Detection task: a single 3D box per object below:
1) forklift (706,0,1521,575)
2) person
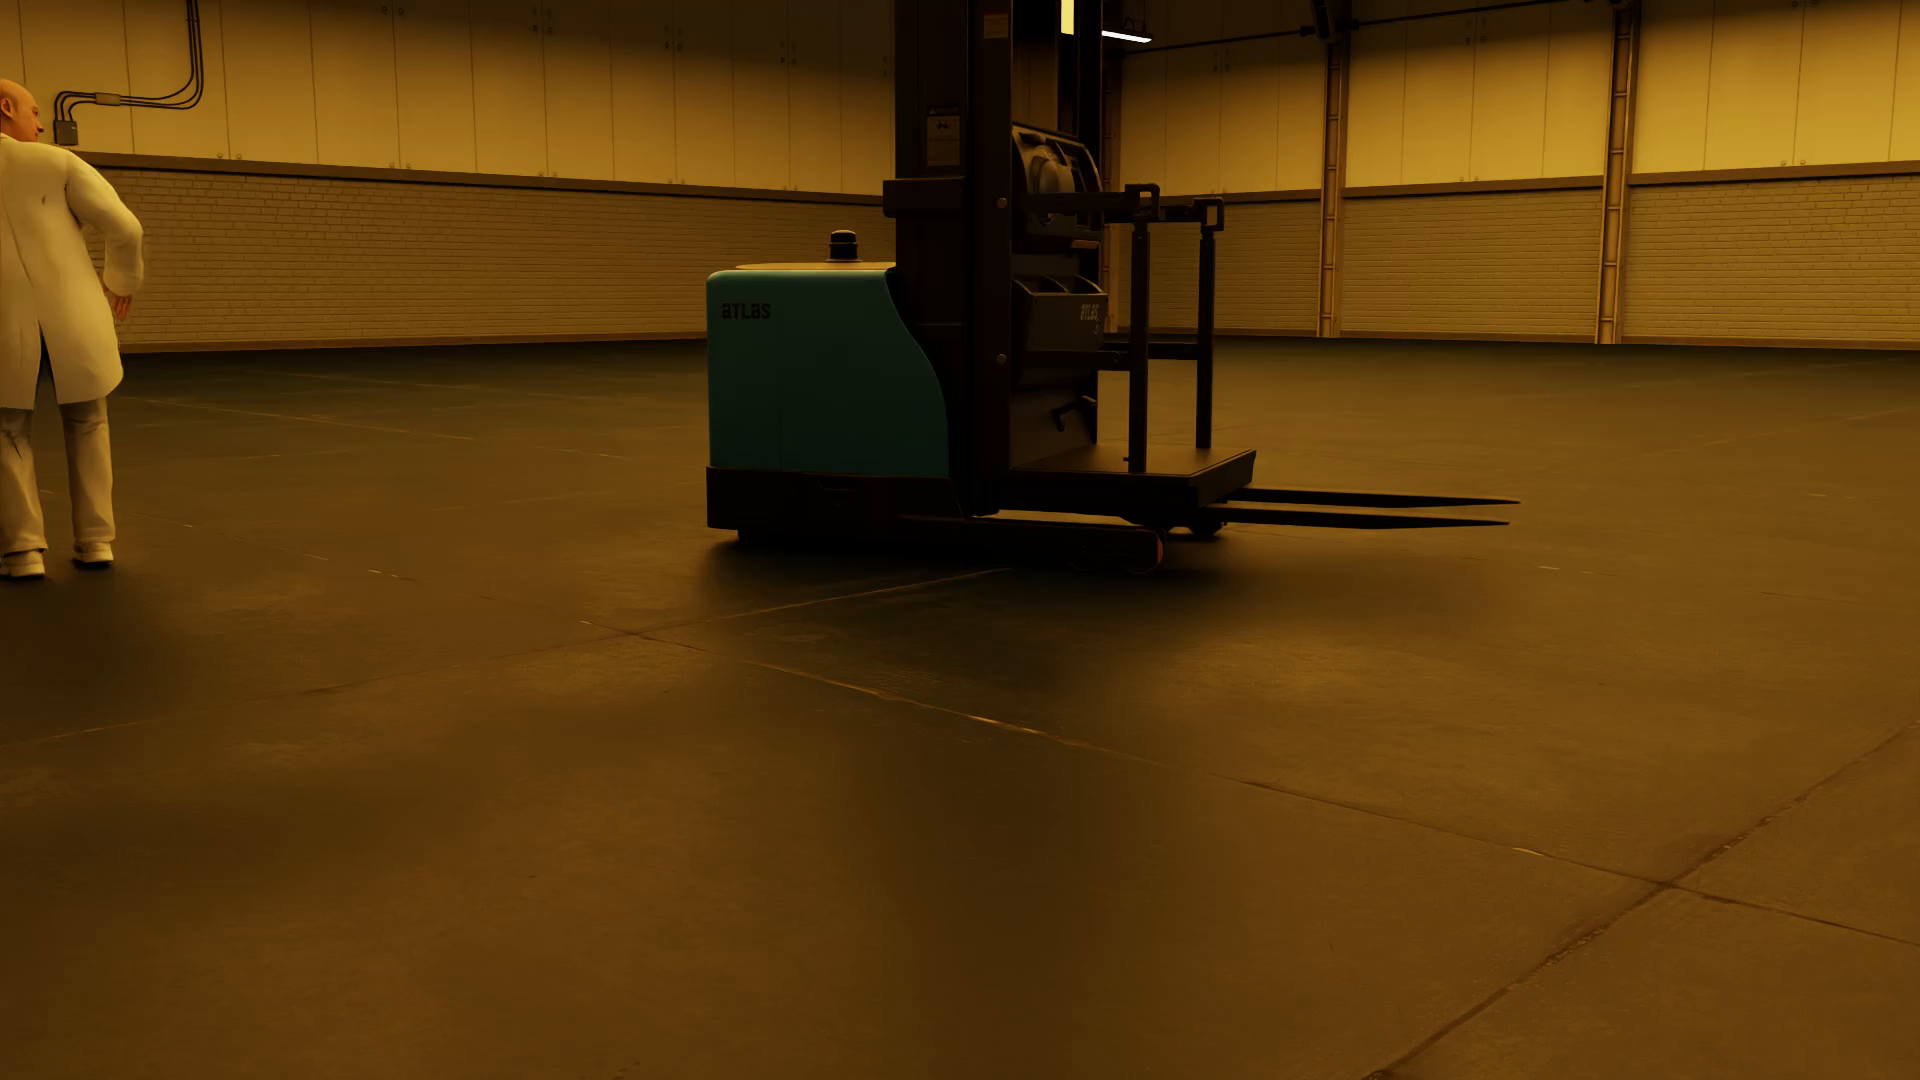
[{"bbox_3d":[0.565,-1.416,6.275,3.031,2.935,1.130,3,9,22],"label":"forklift"},{"bbox_3d":[-3.324,-0.744,5.919,0.799,1.732,0.548,-4,9,-25],"label":"person"}]
